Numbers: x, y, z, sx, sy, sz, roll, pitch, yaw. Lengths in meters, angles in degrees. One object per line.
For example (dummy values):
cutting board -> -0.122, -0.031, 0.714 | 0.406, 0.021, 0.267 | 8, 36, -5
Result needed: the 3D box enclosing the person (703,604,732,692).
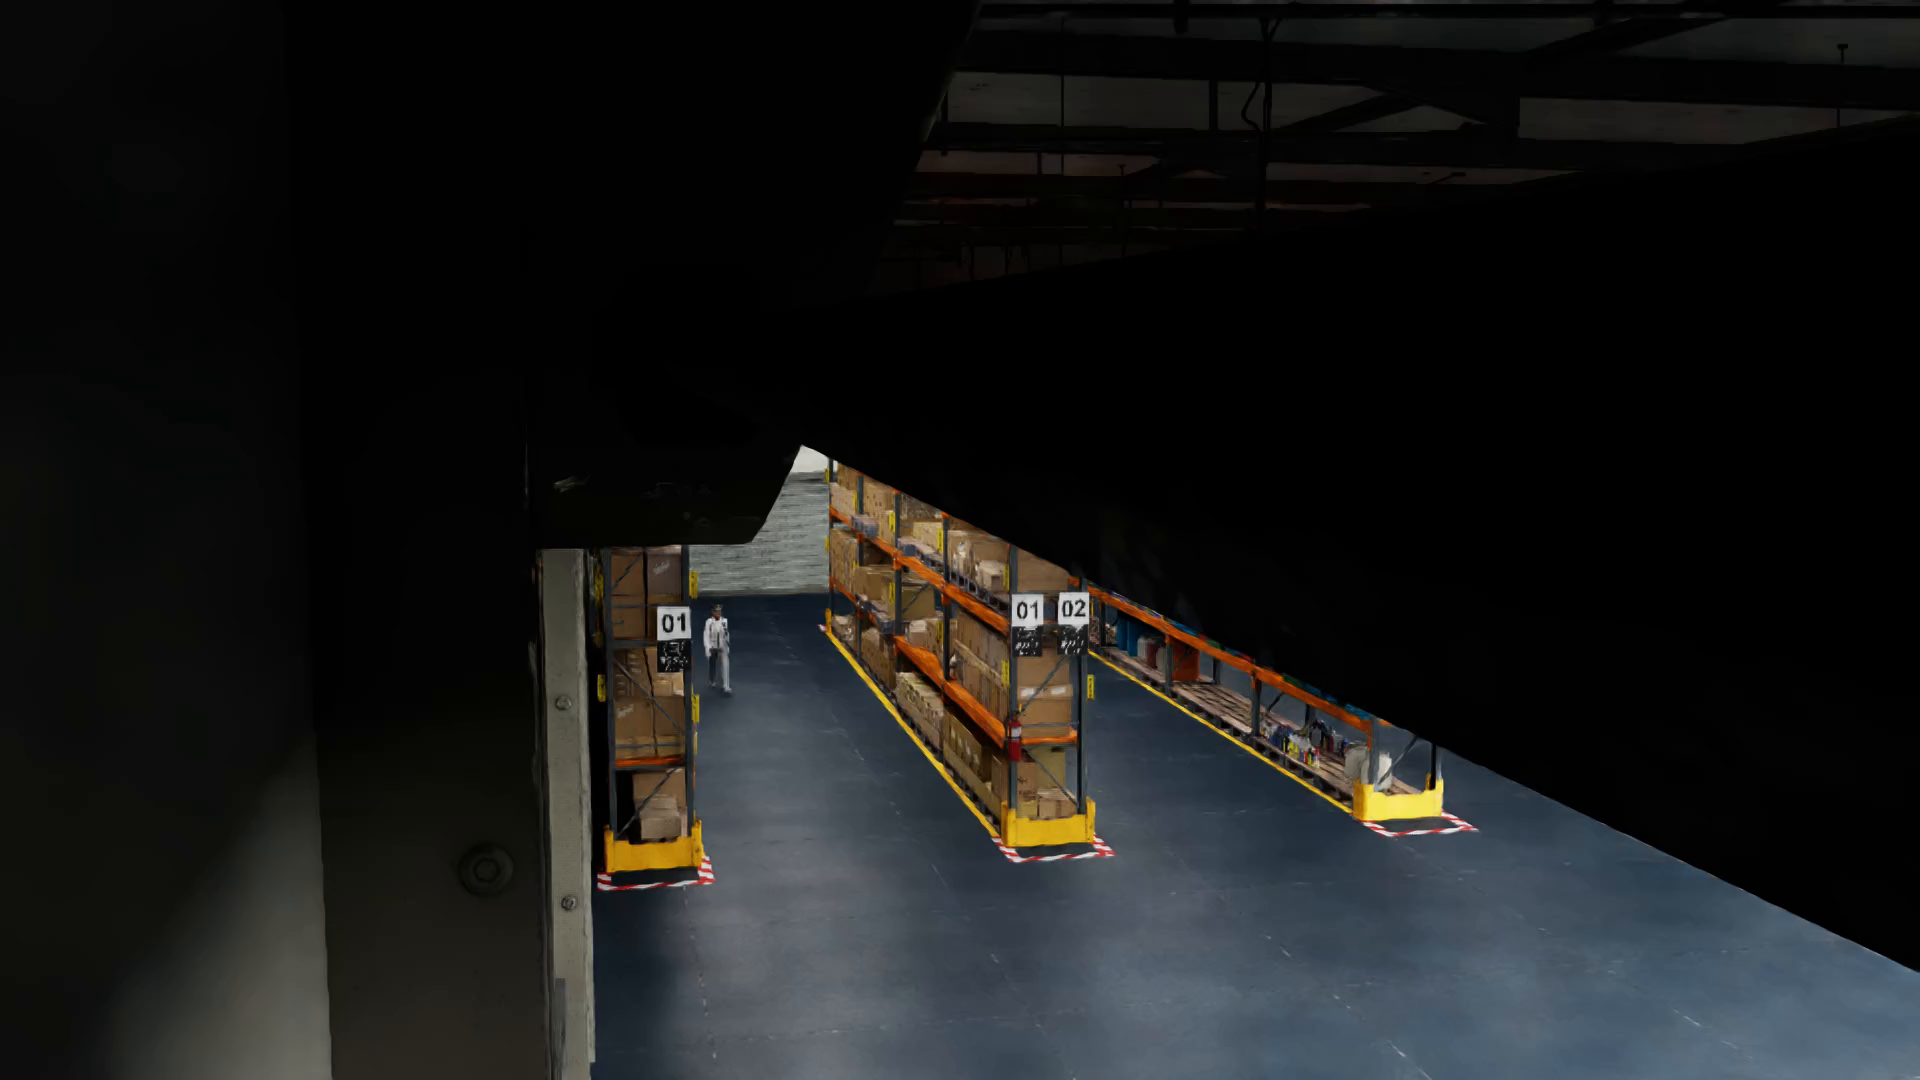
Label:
person -> -4.414, 1.936, 30.210 | 0.497, 1.583, 1.075 | -2, 7, -15
